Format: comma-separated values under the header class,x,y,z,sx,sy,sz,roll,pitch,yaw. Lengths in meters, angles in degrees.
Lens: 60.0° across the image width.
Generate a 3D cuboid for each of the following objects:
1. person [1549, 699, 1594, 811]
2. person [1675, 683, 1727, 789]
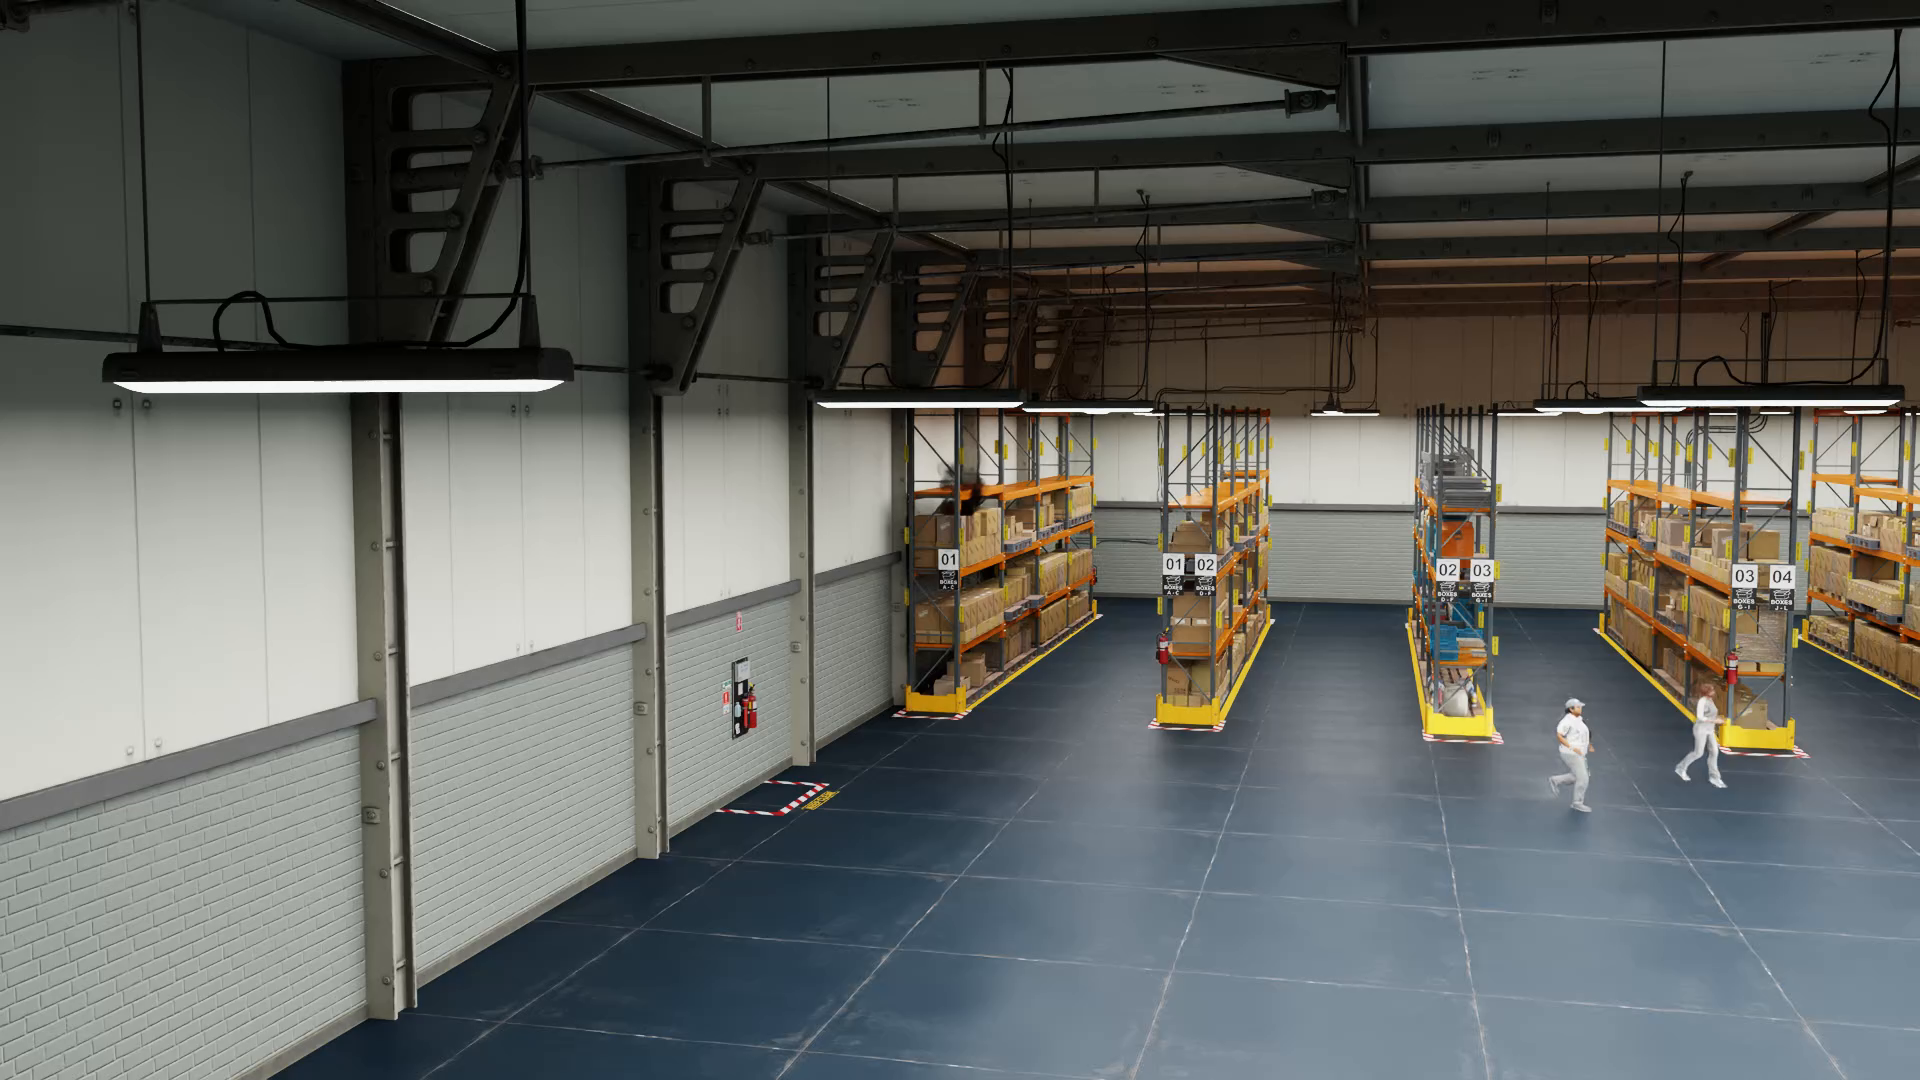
class,x,y,z,sx,sy,sz,roll,pitch,yaw
person,8.980,3.144,24.448,0.648,1.641,0.608,3,5,39
person,11.592,3.043,25.974,0.758,1.607,0.557,4,6,45
